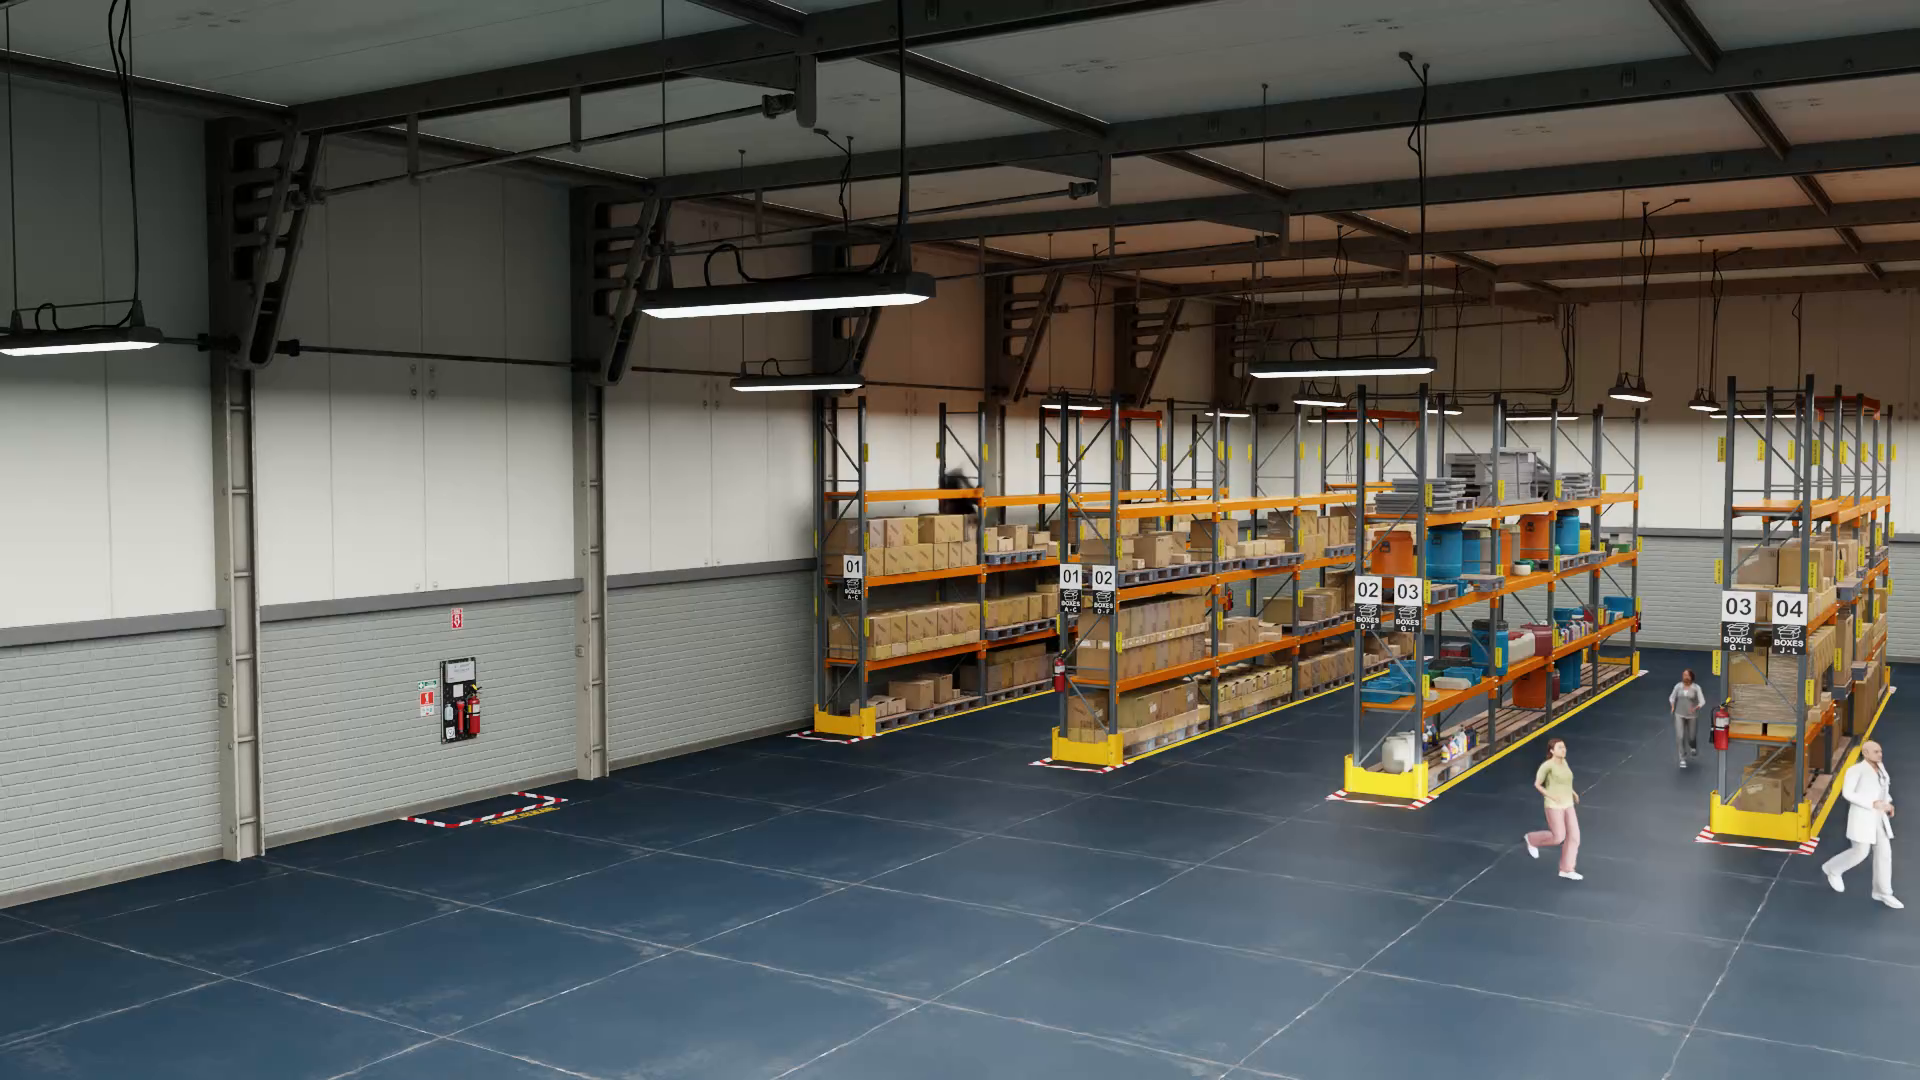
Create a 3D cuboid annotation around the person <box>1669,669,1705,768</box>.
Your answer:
[{"bbox_3d":[11.597,2.828,26.560,0.542,1.553,0.680,2,4,31],"label":"person"}]

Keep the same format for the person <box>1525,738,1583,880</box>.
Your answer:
[{"bbox_3d":[7.088,3.162,19.717,0.593,1.623,0.806,-2,3,-27],"label":"person"}]

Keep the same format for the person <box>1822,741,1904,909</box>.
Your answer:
[{"bbox_3d":[10.128,3.132,18.593,0.732,1.794,0.938,-1,3,-21],"label":"person"}]
